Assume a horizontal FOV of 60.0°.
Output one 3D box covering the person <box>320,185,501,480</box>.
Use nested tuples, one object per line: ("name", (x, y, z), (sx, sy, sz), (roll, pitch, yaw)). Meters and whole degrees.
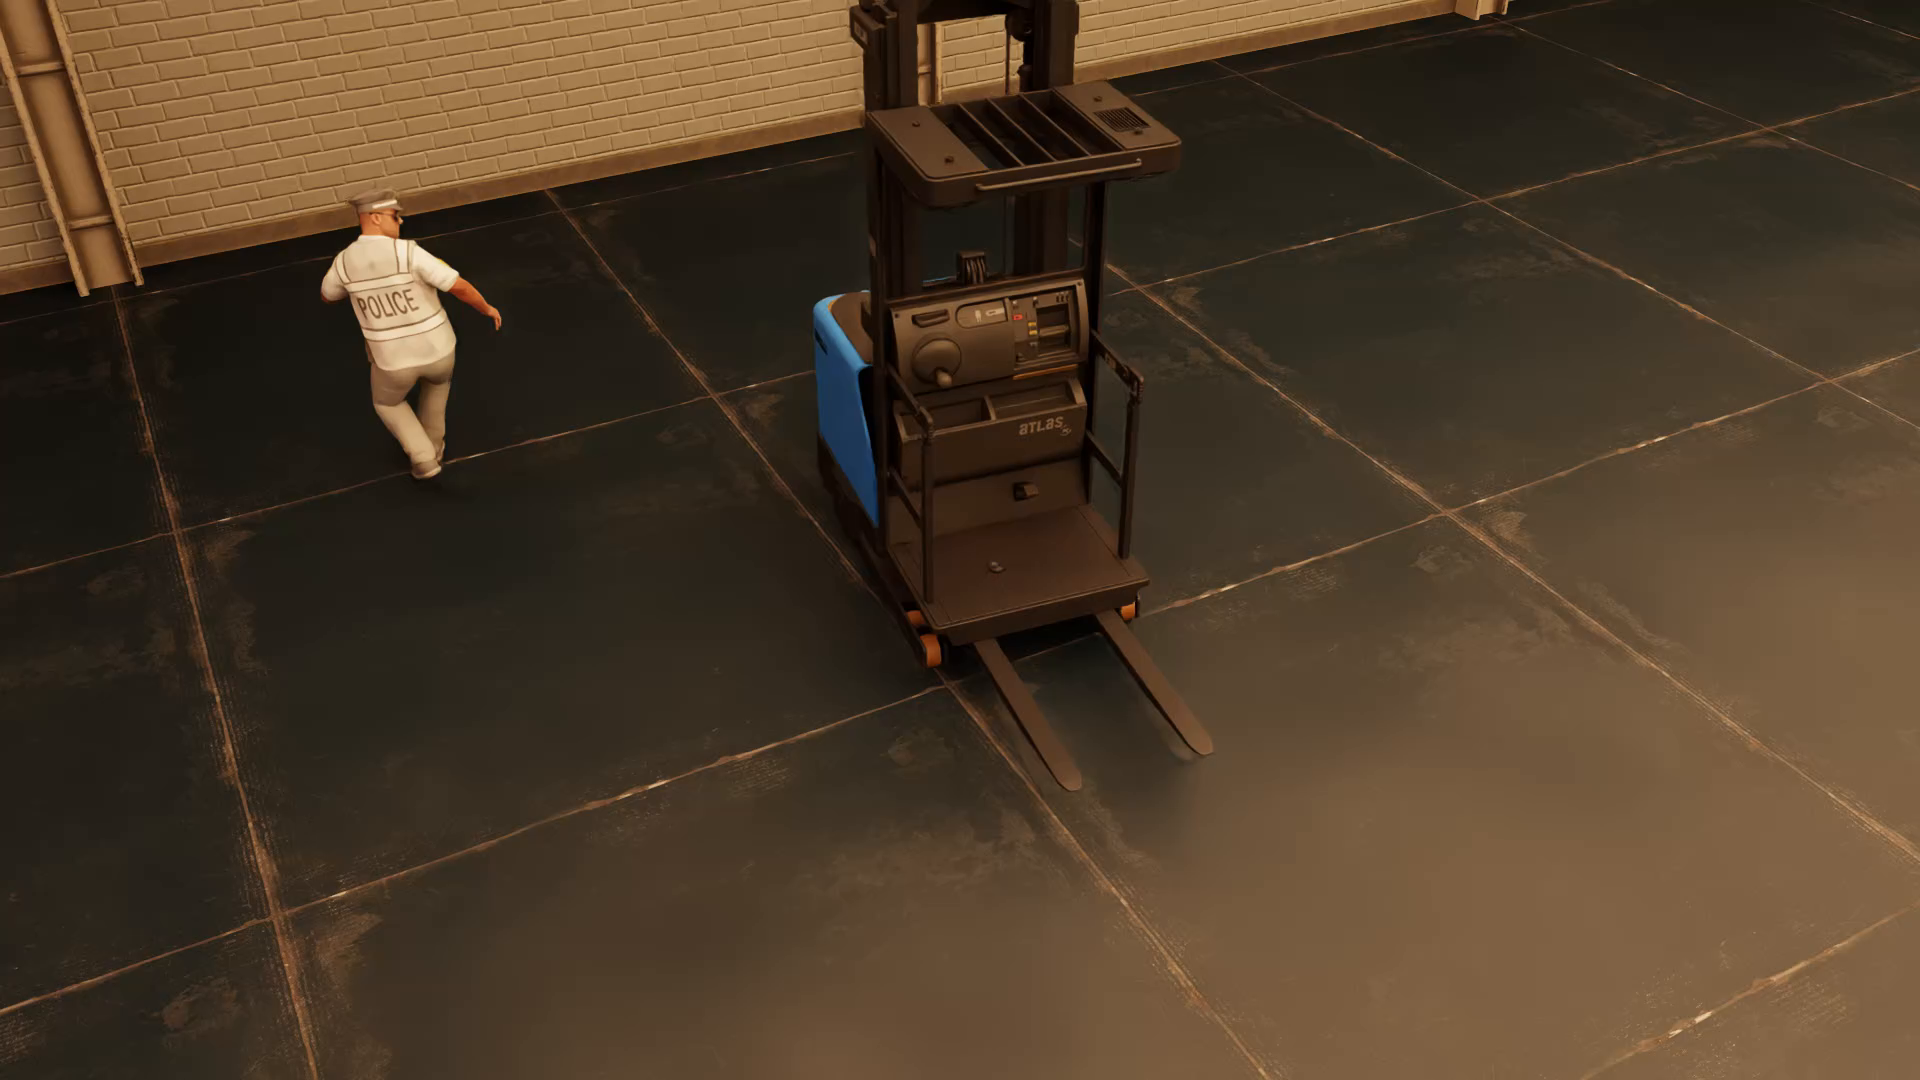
("person", (-2.890, -1.123, 8.841), (0.878, 1.640, 0.853), (-10, 36, -14))

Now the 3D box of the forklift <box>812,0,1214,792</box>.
("forklift", (0.222, -0.868, 7.351), (1.130, 2.935, 3.031), (-12, 37, -17))
